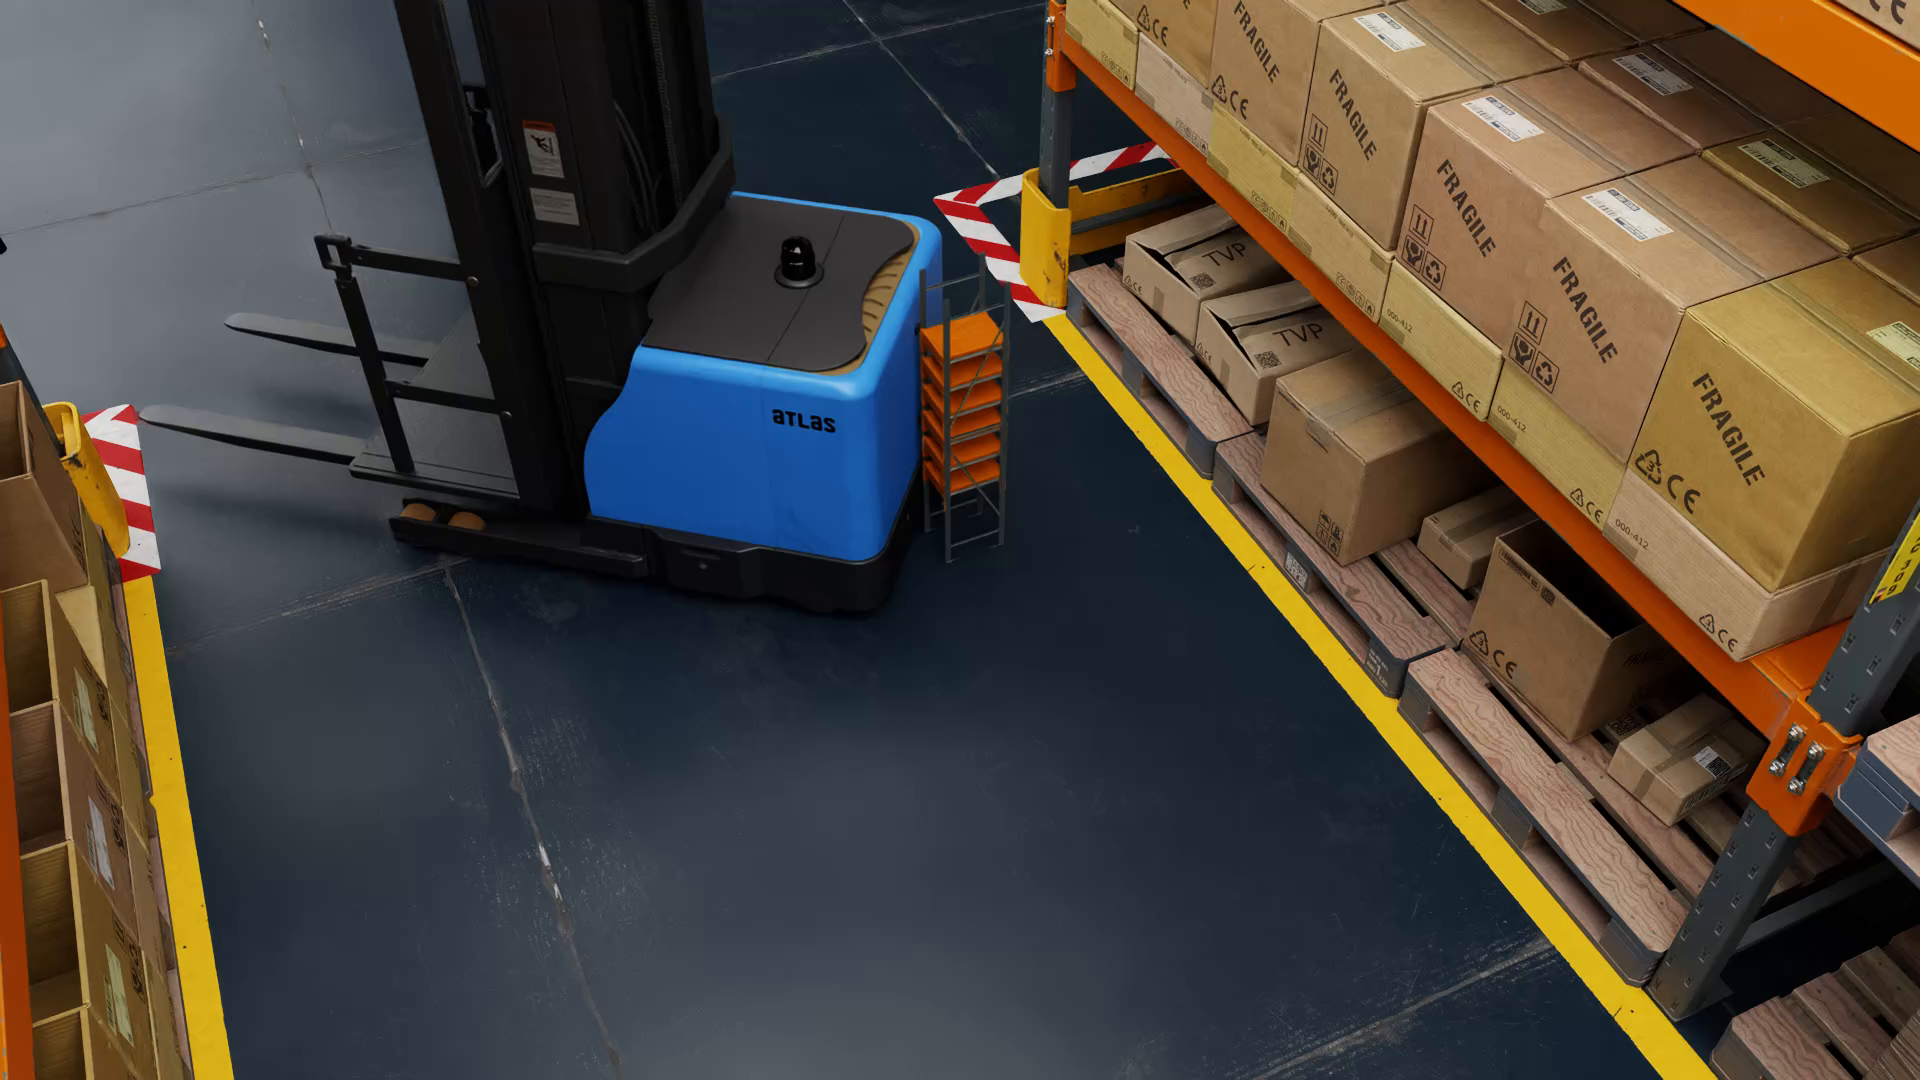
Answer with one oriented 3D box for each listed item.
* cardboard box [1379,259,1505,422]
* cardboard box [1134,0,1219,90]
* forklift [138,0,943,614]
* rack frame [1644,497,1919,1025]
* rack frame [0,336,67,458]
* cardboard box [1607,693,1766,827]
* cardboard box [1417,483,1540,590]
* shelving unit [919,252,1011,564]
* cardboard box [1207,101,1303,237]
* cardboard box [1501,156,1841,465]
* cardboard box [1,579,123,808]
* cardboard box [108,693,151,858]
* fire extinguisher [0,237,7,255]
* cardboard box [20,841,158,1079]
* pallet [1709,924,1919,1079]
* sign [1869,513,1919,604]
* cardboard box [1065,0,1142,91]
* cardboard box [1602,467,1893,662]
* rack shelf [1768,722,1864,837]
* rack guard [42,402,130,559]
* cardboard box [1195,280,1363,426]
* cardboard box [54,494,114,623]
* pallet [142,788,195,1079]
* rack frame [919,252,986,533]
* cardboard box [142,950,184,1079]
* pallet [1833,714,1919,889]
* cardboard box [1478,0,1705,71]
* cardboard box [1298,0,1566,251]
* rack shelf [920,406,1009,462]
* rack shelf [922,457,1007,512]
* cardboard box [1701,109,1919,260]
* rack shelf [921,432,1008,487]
[{"bbox_3d":[1.596,-0.651,4.867,0.500,0.250,0.500,-18,47,-18],"label":"cardboard box"},{"bbox_3d":[0.943,-1.908,5.607,0.500,0.500,0.500,-18,47,-17],"label":"cardboard box"},{"bbox_3d":[-1.623,-1.334,5.515,3.031,2.935,1.130,10,45,10],"label":"forklift"},{"bbox_3d":[2.498,0.151,3.962,1.000,3.000,0.127,-18,47,-17],"label":"rack frame"},{"bbox_3d":[-3.677,-0.933,5.060,1.000,3.000,0.127,-18,47,-17],"label":"rack frame"},{"bbox_3d":[2.246,0.671,5.139,0.380,0.166,0.250,-24,49,-22],"label":"cardboard box"},{"bbox_3d":[1.843,-0.016,5.847,0.380,0.149,0.250,-22,49,-21],"label":"cardboard box"},{"bbox_3d":[0.015,-0.433,5.835,0.258,1.200,0.189,-19,48,-18],"label":"shelving unit"},{"bbox_3d":[1.173,-1.294,5.518,0.500,0.250,0.500,-19,48,-18],"label":"cardboard box"},{"bbox_3d":[1.803,-0.596,4.277,0.500,0.500,0.500,-18,47,-18],"label":"cardboard box"},{"bbox_3d":[-2.748,0.516,4.716,0.500,0.500,0.500,-18,47,-17],"label":"cardboard box"},{"bbox_3d":[-2.751,0.784,4.978,0.500,0.250,0.500,-18,47,-17],"label":"cardboard box"},{"bbox_3d":[-3.305,-1.118,5.302,0.296,0.674,0.183,-18,47,-17],"label":"fire extinguisher"},{"bbox_3d":[-2.327,1.153,4.070,0.500,0.500,0.500,-18,47,-17],"label":"cardboard box"},{"bbox_3d":[2.826,1.639,4.439,1.003,0.211,1.213,-18,47,-17],"label":"pallet"},{"bbox_3d":[2.009,0.008,3.490,0.100,0.325,0.005,-18,47,-17],"label":"sign"},{"bbox_3d":[0.733,-1.947,6.180,0.500,0.250,0.500,-19,48,-19],"label":"cardboard box"},{"bbox_3d":[2.024,-0.015,4.222,0.500,0.250,0.500,-18,47,-17],"label":"cardboard box"},{"bbox_3d":[3.339,1.681,2.923,1.077,0.370,4.000,-18,47,-17],"label":"rack shelf"},{"bbox_3d":[-3.687,-0.058,5.953,1.175,0.500,0.348,-18,47,-17],"label":"rack guard"},{"bbox_3d":[1.265,-0.767,6.493,0.500,0.311,0.500,-14,46,-14],"label":"cardboard box"},{"bbox_3d":[-3.183,0.151,5.620,0.500,0.250,0.500,-18,47,-17],"label":"cardboard box"},{"bbox_3d":[-2.808,1.311,4.771,1.003,0.211,1.213,-18,47,-17],"label":"pallet"},{"bbox_3d":[-0.024,-0.491,5.893,0.240,1.200,0.006,-19,48,-18],"label":"rack frame"},{"bbox_3d":[-2.326,1.420,4.334,0.500,0.250,0.500,-18,47,-17],"label":"cardboard box"},{"bbox_3d":[2.687,0.749,3.492,1.003,0.211,1.213,-18,47,-17],"label":"pallet"},{"bbox_3d":[1.843,-1.409,5.101,0.500,0.500,0.500,-17,47,-17],"label":"cardboard box"},{"bbox_3d":[1.382,-1.251,4.941,0.500,0.500,0.500,-17,47,-16],"label":"cardboard box"},{"bbox_3d":[0.015,-0.401,5.866,0.258,0.103,0.180,-19,48,-18],"label":"rack shelf"},{"bbox_3d":[0.015,-0.231,6.034,0.258,0.103,0.180,-19,48,-18],"label":"rack shelf"},{"bbox_3d":[2.276,-0.762,4.445,0.500,0.500,0.500,-18,47,-18],"label":"cardboard box"},{"bbox_3d":[0.015,-0.316,5.950,0.258,0.103,0.180,-19,48,-18],"label":"rack shelf"}]
